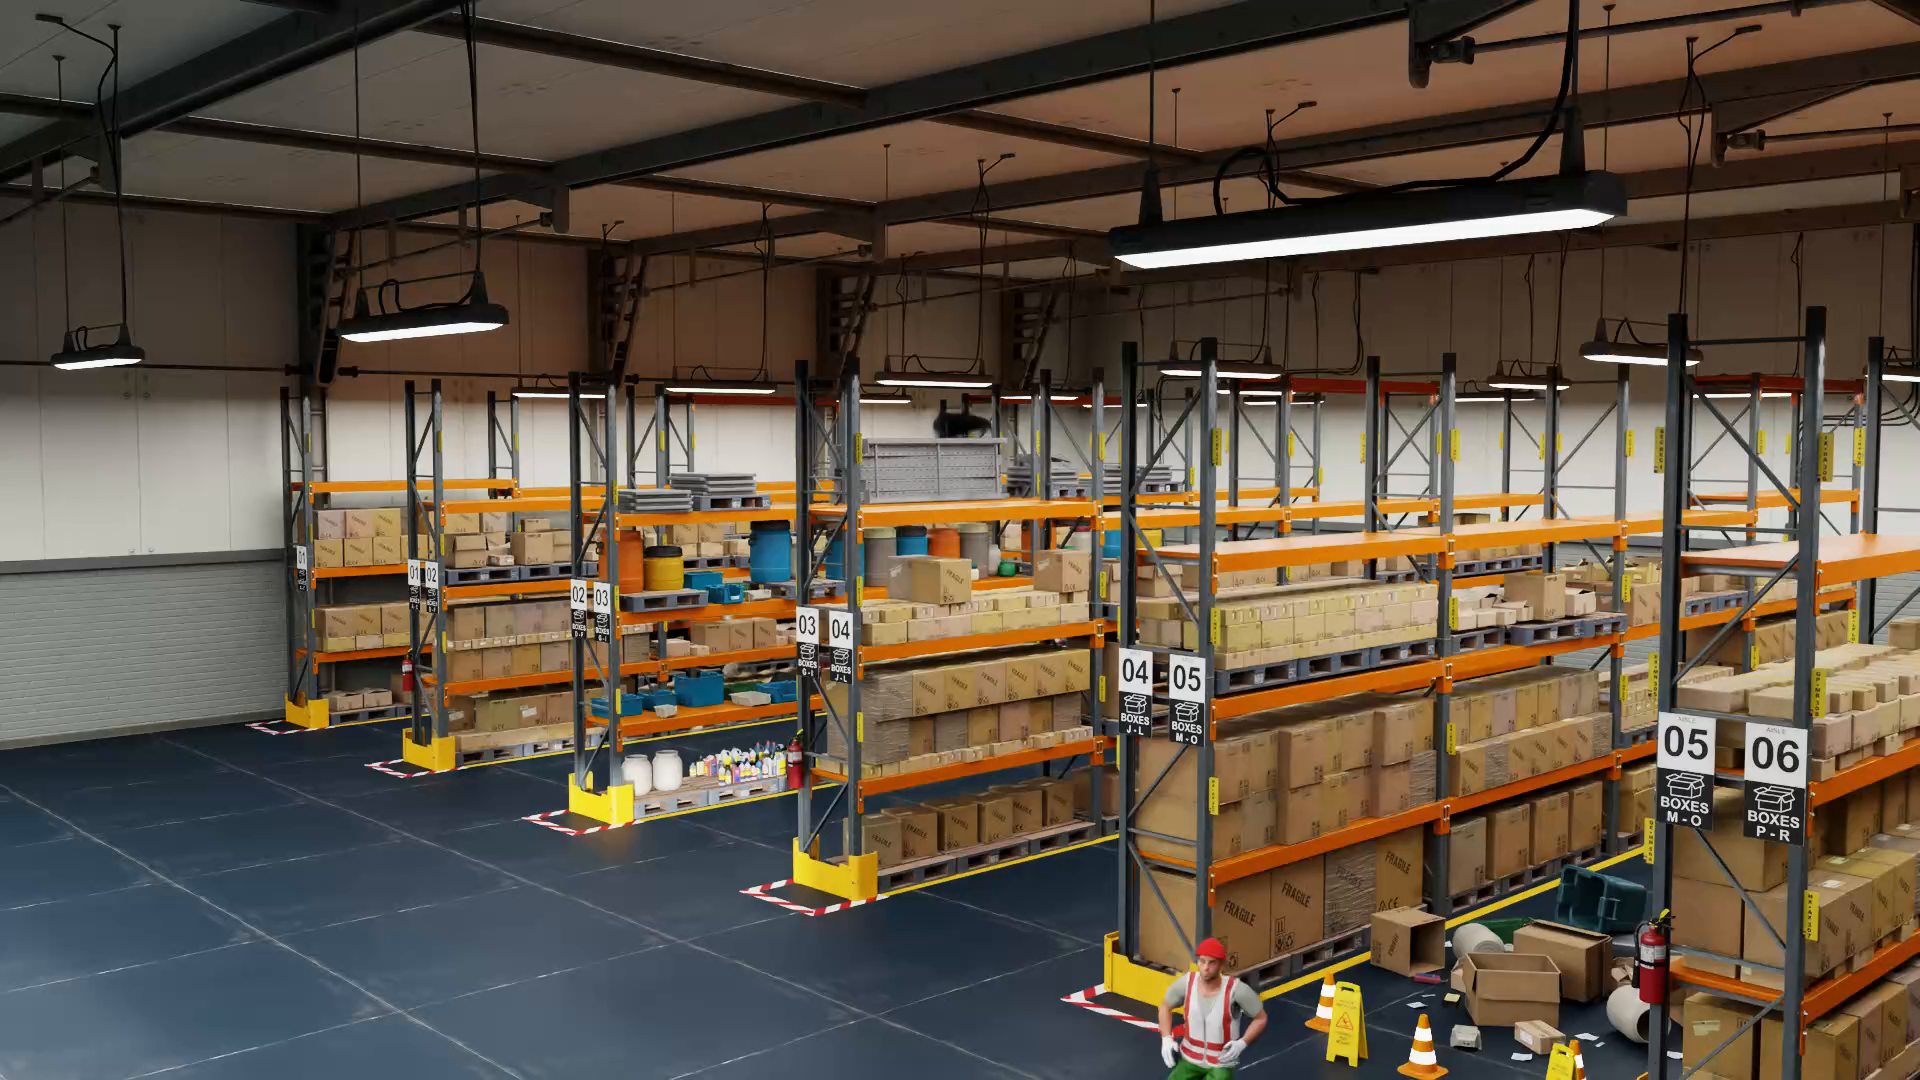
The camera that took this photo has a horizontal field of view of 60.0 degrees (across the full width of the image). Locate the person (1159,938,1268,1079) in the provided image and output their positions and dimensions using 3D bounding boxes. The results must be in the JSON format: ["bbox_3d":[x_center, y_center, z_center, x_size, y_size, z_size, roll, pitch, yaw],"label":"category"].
[{"bbox_3d":[1.654,3.577,11.388,0.885,1.778,0.732,1,4,20],"label":"person"}]

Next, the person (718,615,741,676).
[{"bbox_3d":[-4.318,2.260,31.749,0.658,1.773,1.135,4,5,44],"label":"person"}]

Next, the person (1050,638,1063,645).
[{"bbox_3d":[1.926,2.336,30.954,0.671,1.772,0.798,3,5,43],"label":"person"}]
